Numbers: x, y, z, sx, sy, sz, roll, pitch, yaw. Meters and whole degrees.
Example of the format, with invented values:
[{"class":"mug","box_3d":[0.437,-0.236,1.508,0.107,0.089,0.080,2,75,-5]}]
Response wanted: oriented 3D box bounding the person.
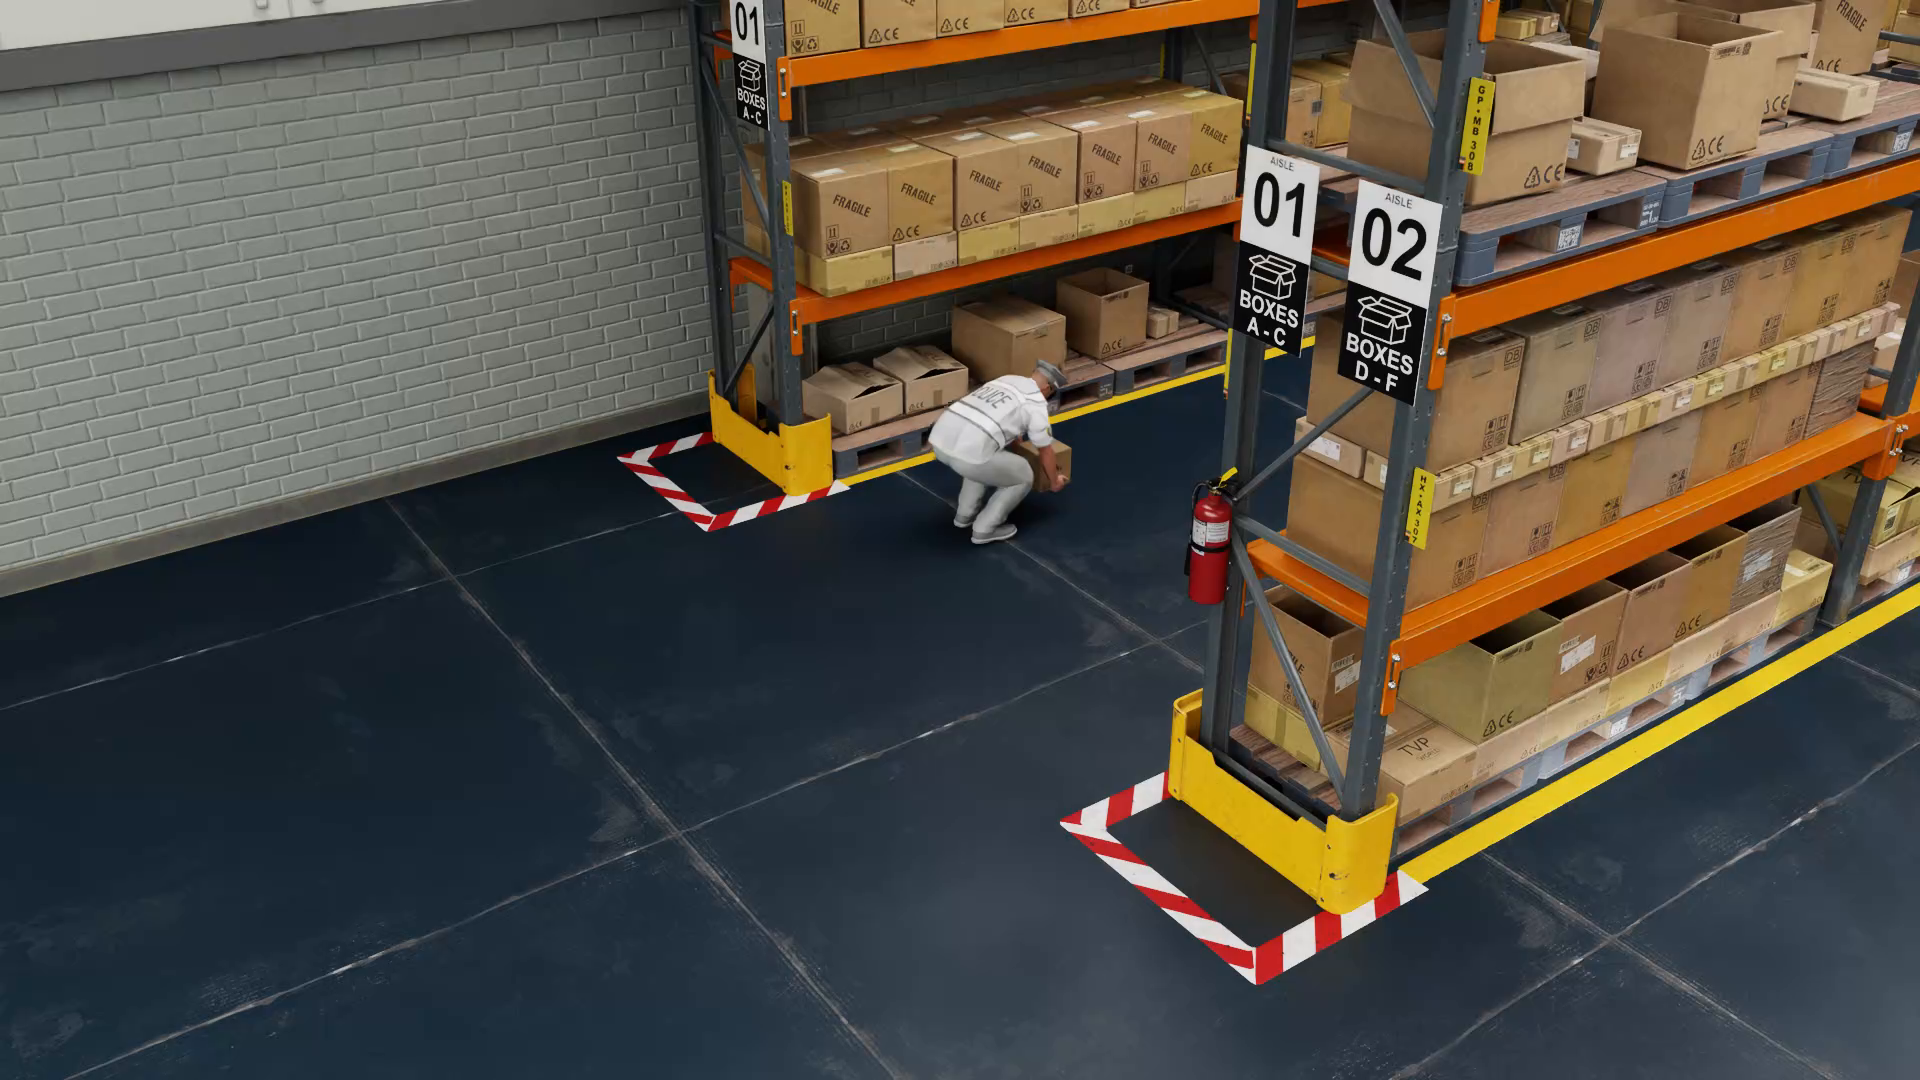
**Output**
[{"class":"person","box_3d":[0.272,-0.561,10.428,1.009,1.021,0.527,-20,34,-32]}]
